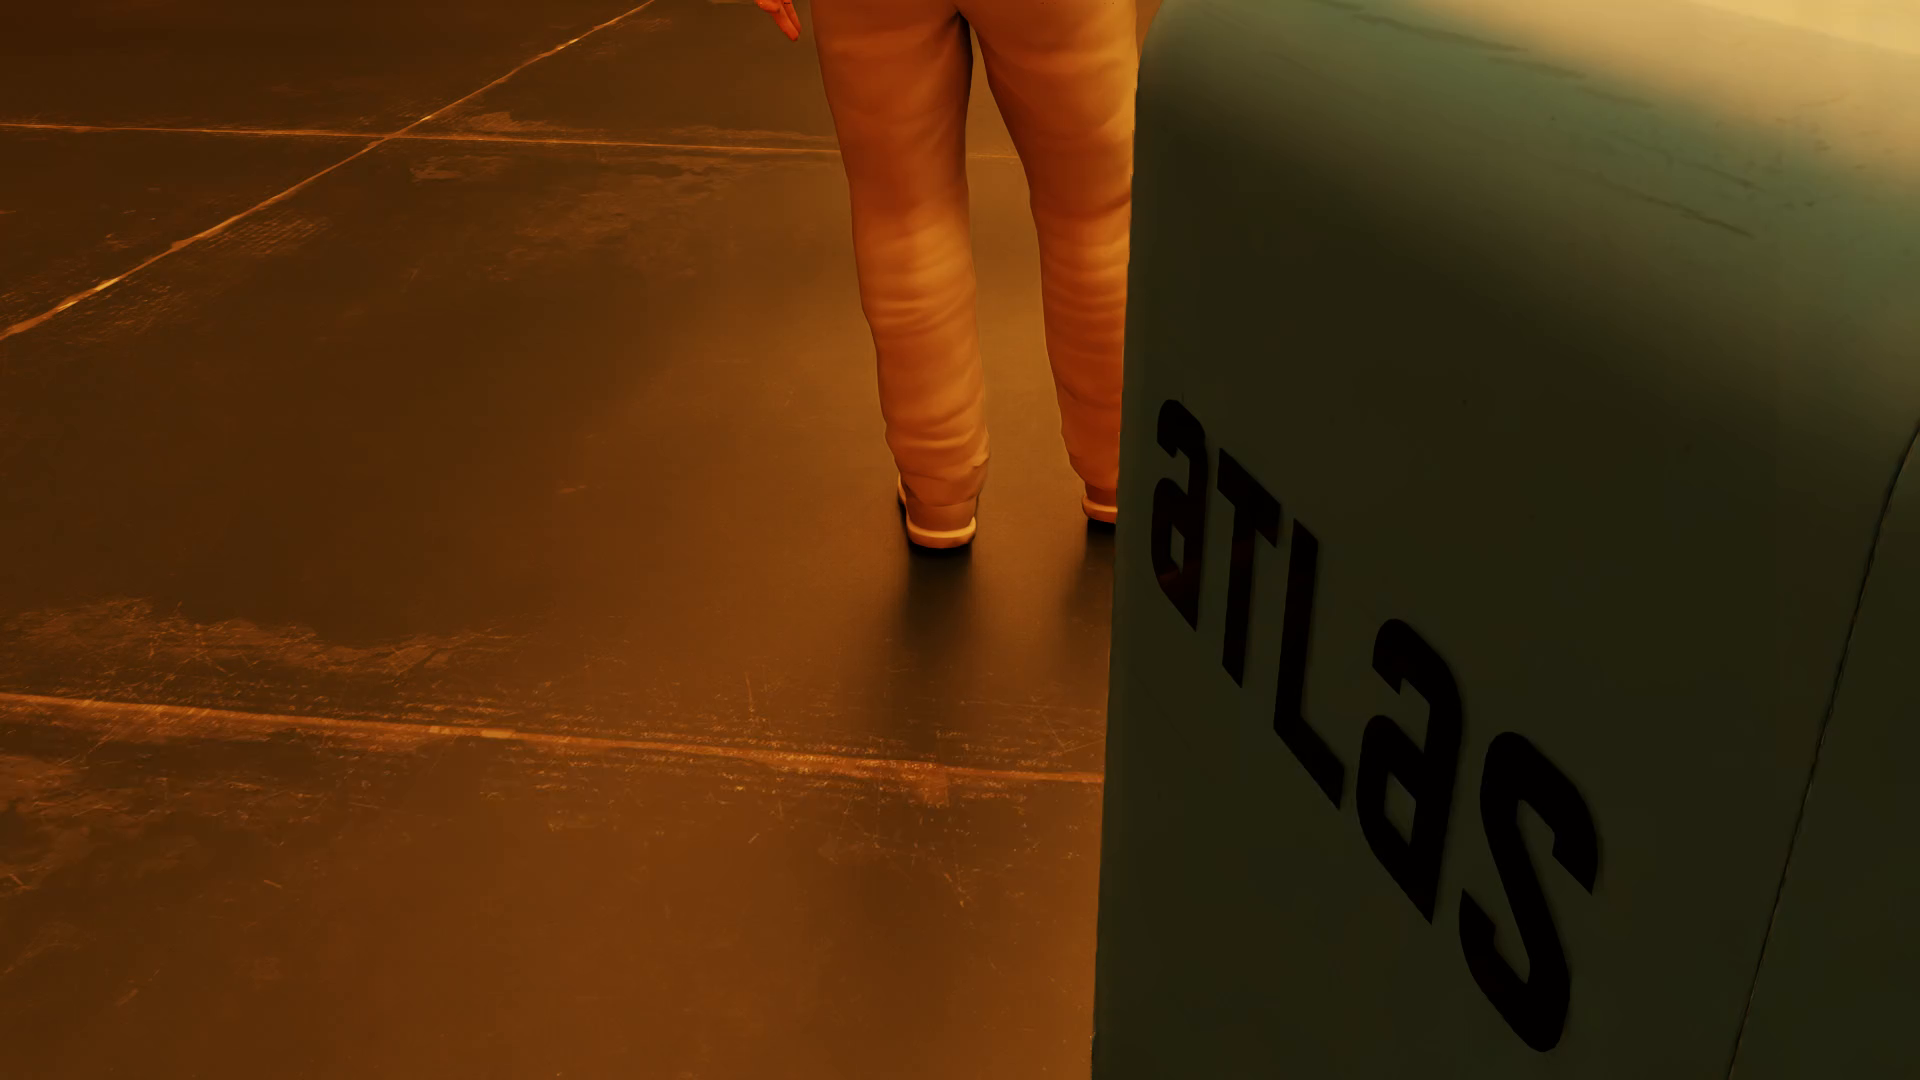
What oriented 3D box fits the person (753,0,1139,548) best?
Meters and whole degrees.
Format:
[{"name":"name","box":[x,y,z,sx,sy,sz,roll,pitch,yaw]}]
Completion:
[{"name":"person","box":[0.022,-0.839,2.167,0.641,1.781,0.574,3,27,7]}]
